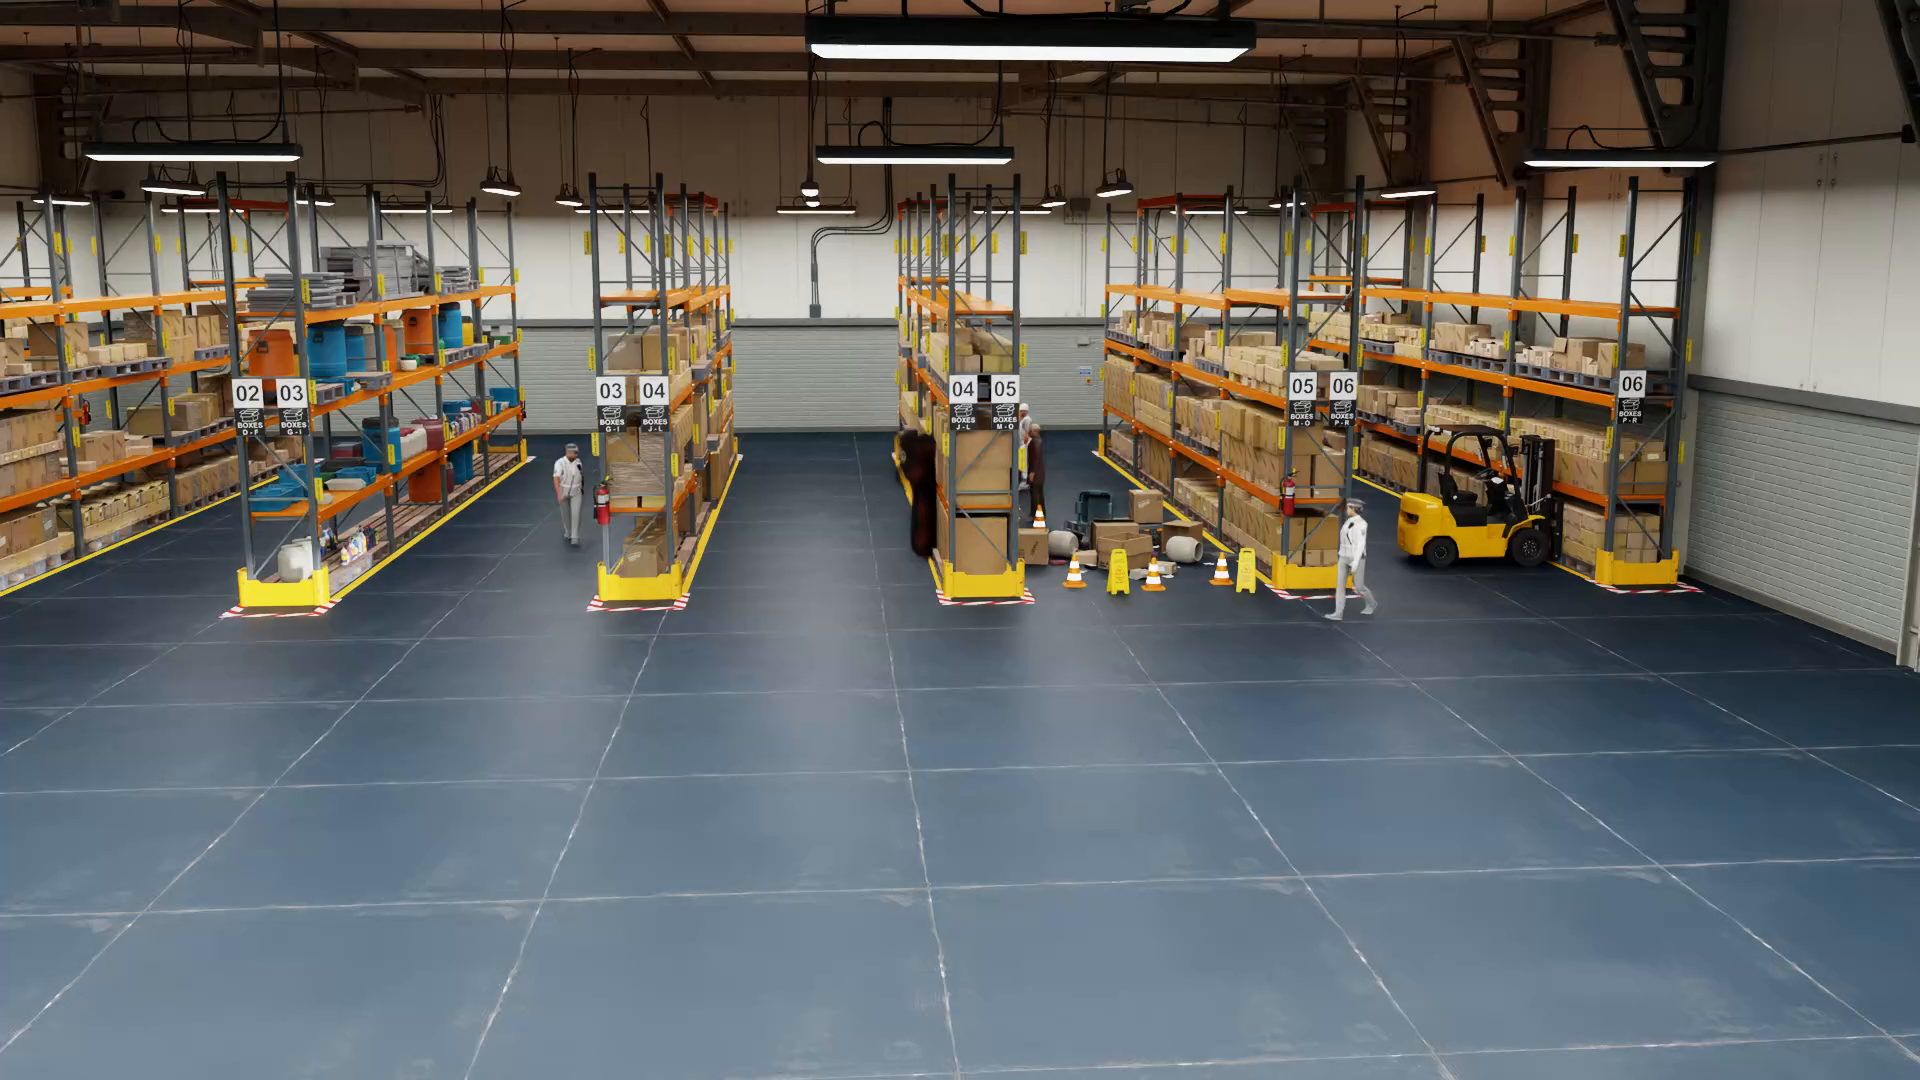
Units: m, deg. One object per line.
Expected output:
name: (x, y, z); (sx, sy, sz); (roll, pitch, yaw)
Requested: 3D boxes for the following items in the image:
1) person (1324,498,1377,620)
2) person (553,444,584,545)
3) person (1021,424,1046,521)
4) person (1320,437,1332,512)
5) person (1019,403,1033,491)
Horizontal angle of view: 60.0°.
person: (5.298, 0.271, 22.444); (0.794, 1.642, 0.465); (-8, 13, -37)
person: (-6.640, -0.795, 28.291); (0.496, 1.693, 1.048); (-1, 10, -4)
person: (1.373, -1.243, 30.607); (0.446, 1.797, 0.659); (1, 10, 8)
person: (6.367, -0.981, 29.522); (0.427, 1.672, 0.542); (4, 11, 23)
person: (1.309, -1.938, 34.457); (0.422, 1.792, 0.568); (-1, 10, -4)
